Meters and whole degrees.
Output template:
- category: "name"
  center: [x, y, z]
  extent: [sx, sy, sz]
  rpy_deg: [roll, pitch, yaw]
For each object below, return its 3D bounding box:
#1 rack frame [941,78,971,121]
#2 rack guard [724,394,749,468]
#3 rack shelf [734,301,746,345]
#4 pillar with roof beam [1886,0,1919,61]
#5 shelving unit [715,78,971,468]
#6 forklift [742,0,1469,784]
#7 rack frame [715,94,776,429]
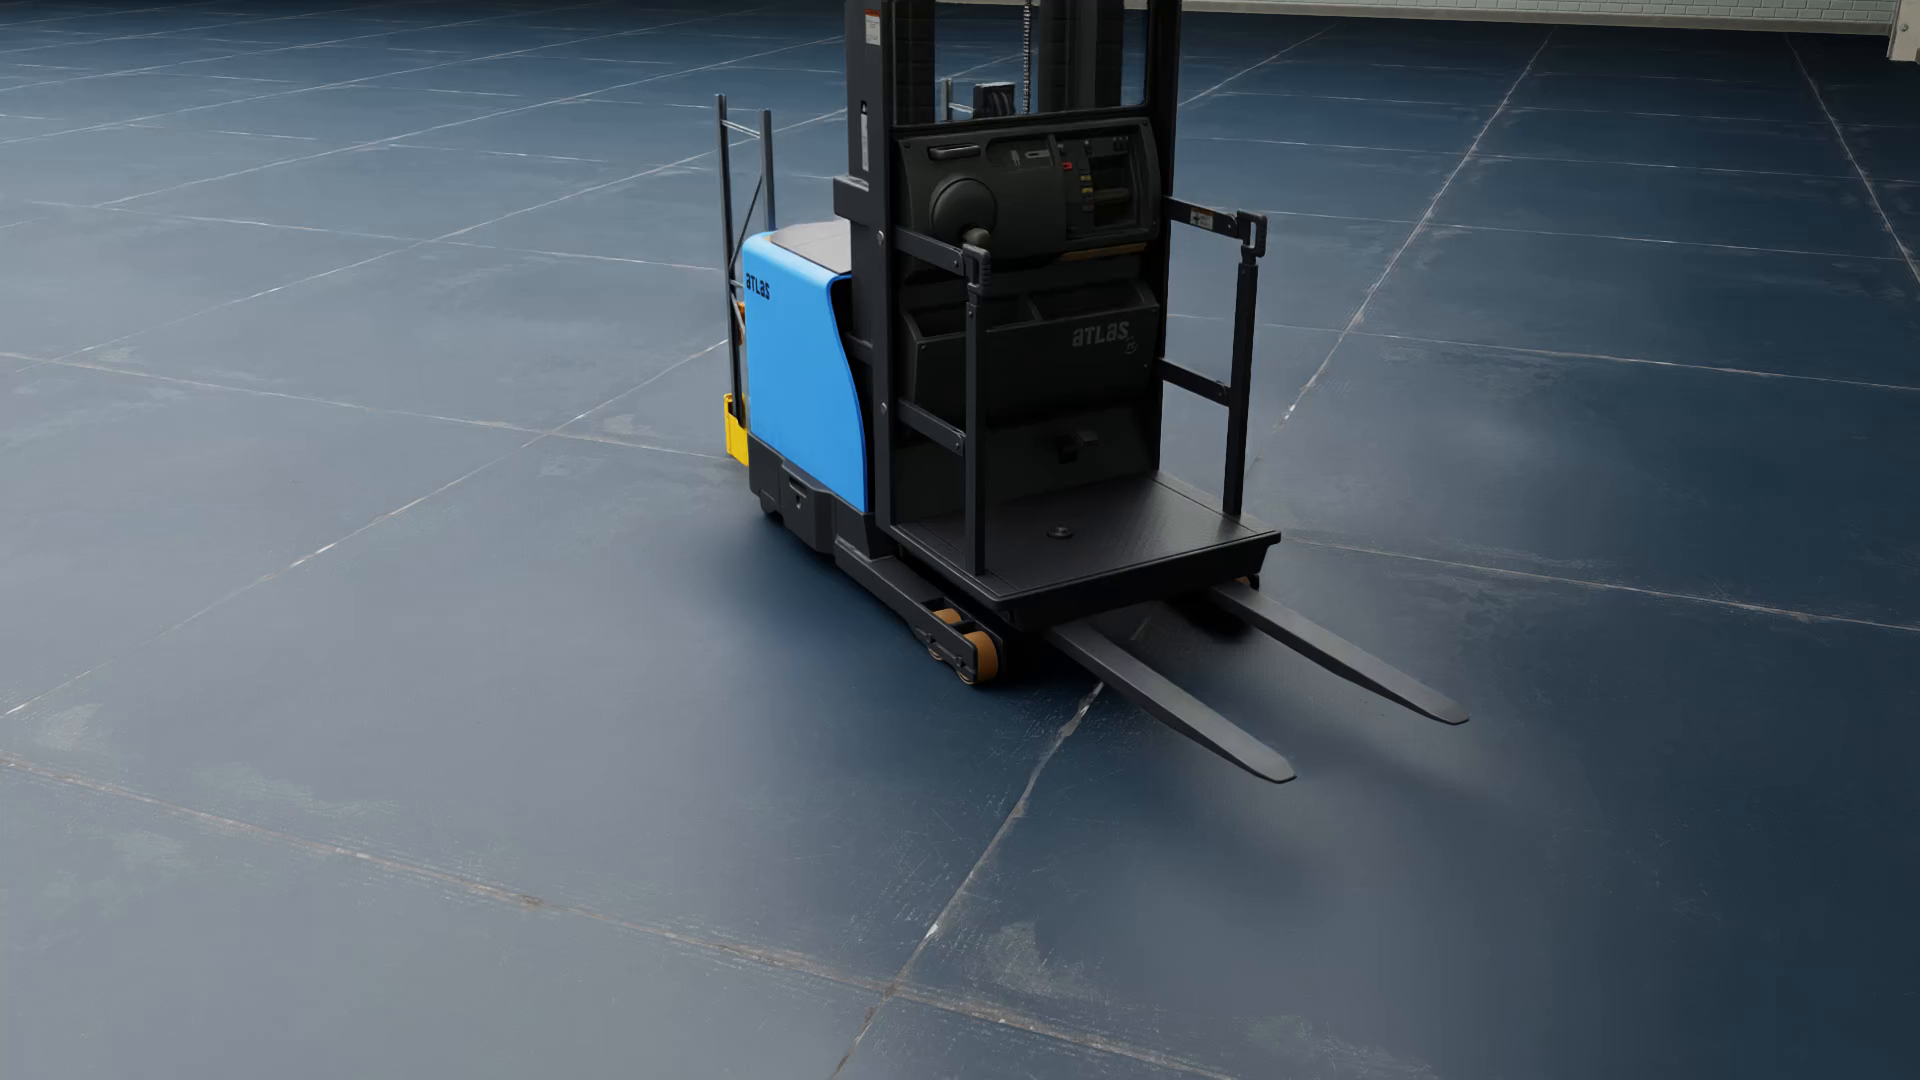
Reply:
- category: "rack frame"
  center: [0.054, -1.177, 7.120]
  extent: [0.032, 1.500, 0.500]
  rpy_deg: [-12, 25, -26]
- category: "rack guard"
  center: [-0.834, -0.411, 6.908]
  extent: [0.087, 0.250, 0.587]
  rpy_deg: [-12, 25, -26]
- category: "rack shelf"
  center: [-0.391, -0.917, 6.963]
  extent: [1.000, 0.185, 0.538]
  rpy_deg: [-12, 25, -26]
- category: "pillar with roof beam"
  center: [7.529, -10.655, 20.084]
  extent: [9.100, 9.000, 0.400]
  rpy_deg: [9, 24, 20]
- category: "shelving unit"
  center: [-0.399, -1.081, 6.890]
  extent: [1.083, 1.500, 0.587]
  rpy_deg: [-12, 25, -26]
- category: "forklift"
  center: [0.342, -1.104, 5.089]
  extent: [1.130, 2.935, 3.031]
  rpy_deg: [-12, 26, -27]
- category: "rack frame"
  center: [-0.836, -0.988, 6.668]
  extent: [0.032, 1.500, 0.500]
  rpy_deg: [-12, 25, -26]
